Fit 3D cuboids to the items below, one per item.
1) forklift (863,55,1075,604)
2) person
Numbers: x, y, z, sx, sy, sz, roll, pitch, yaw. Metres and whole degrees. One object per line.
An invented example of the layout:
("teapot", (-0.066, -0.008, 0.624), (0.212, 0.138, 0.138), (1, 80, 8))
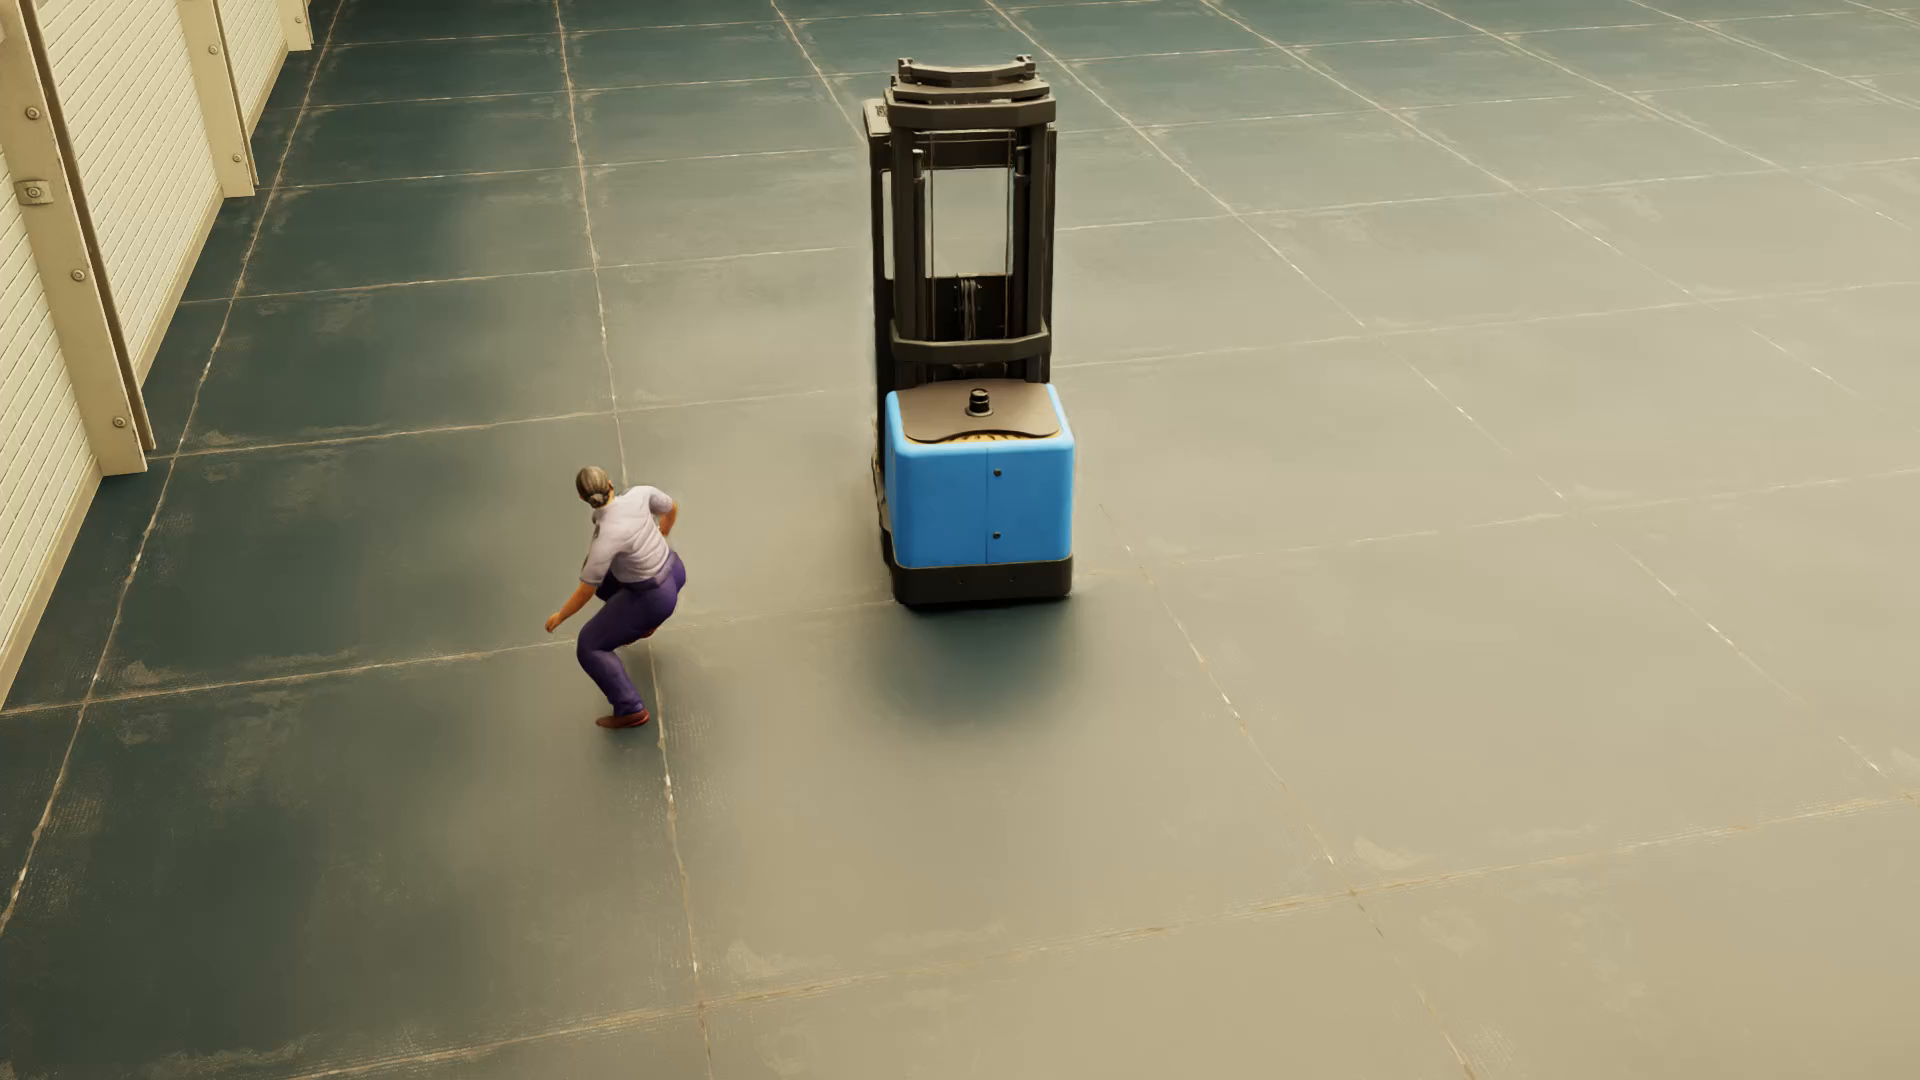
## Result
("forklift", (-0.008, -1.609, 10.354), (1.130, 2.935, 3.031), (-3, 30, -5))
("person", (-1.792, 0.222, 8.764), (0.632, 1.432, 0.771), (6, 31, 10))
